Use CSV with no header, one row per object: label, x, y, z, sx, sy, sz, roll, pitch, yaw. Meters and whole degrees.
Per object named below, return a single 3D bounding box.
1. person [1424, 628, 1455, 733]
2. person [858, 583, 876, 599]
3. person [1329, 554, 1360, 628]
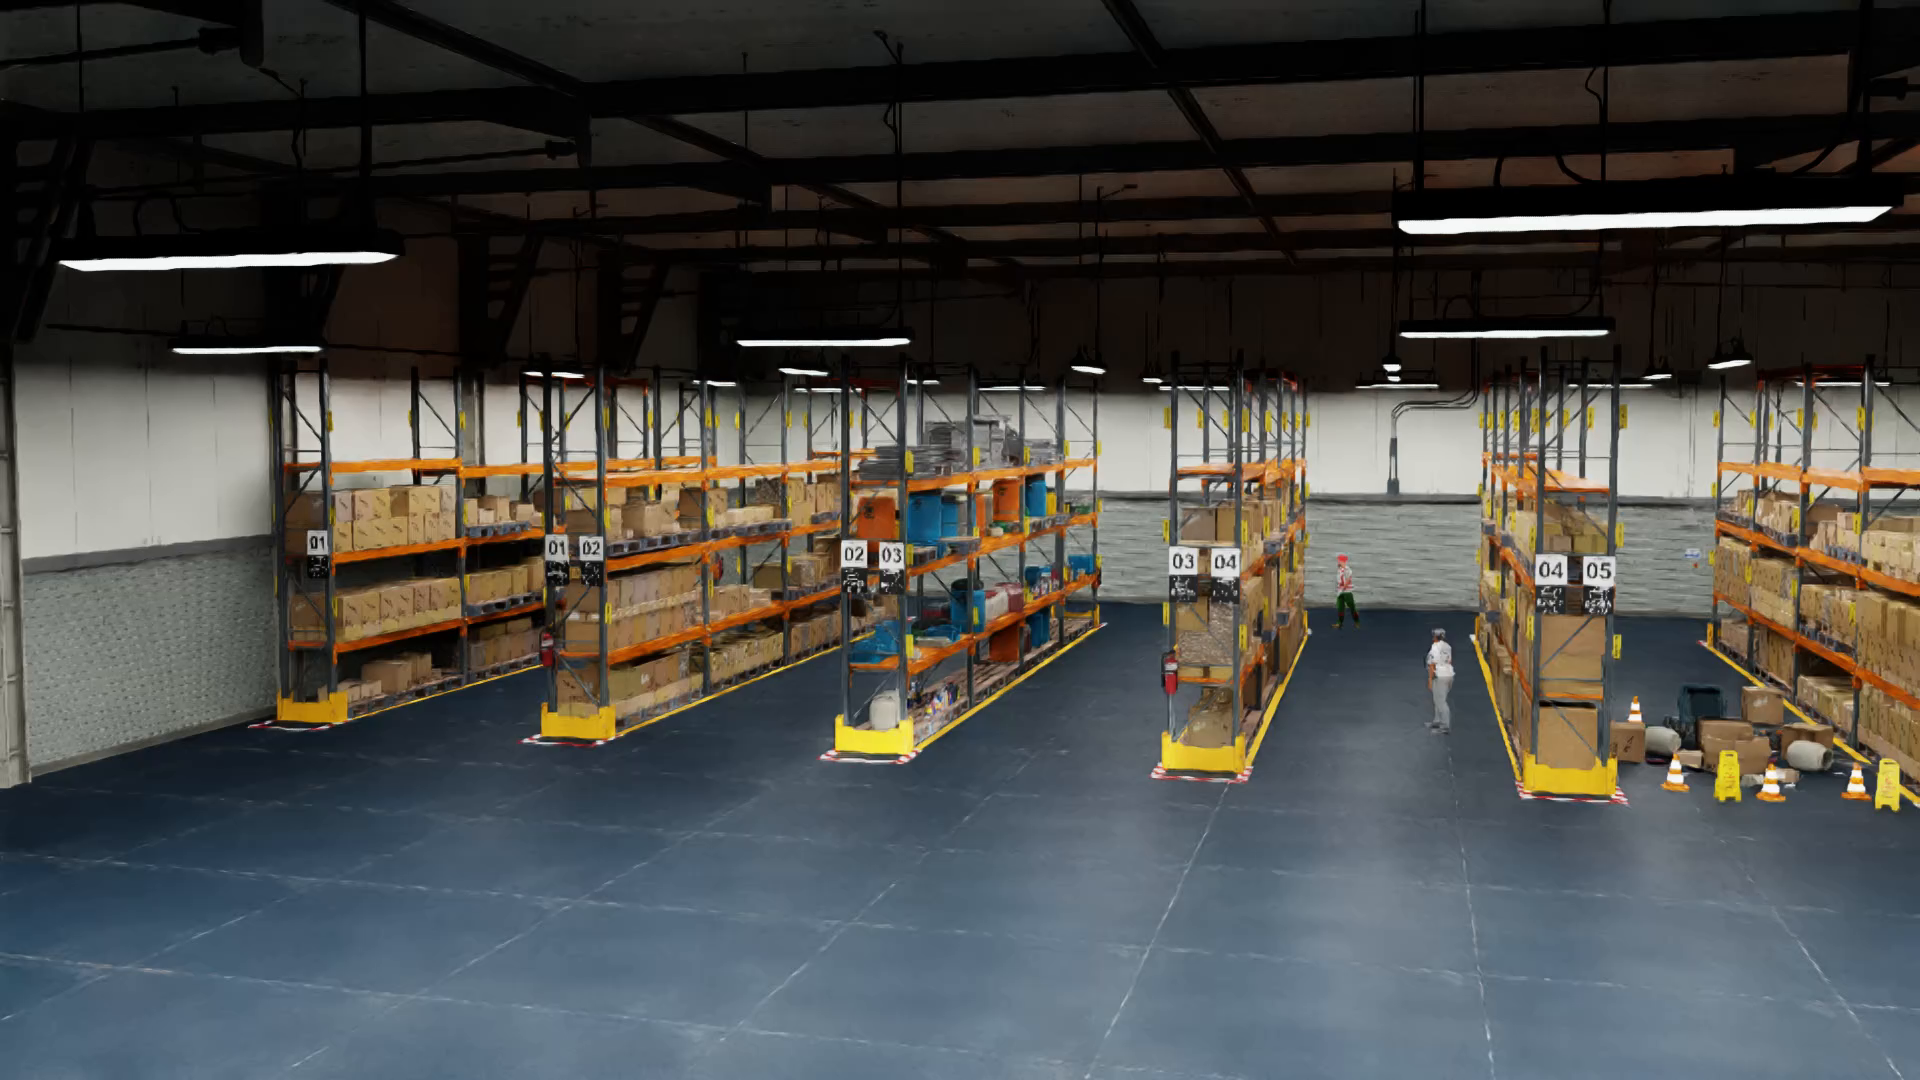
person,7.703,2.237,26.794,0.556,1.656,0.605,4,5,41
person,-2.568,0.815,46.268,0.677,1.742,0.552,1,4,14
person,9.295,1.237,40.105,0.713,1.785,0.556,-1,4,-14
